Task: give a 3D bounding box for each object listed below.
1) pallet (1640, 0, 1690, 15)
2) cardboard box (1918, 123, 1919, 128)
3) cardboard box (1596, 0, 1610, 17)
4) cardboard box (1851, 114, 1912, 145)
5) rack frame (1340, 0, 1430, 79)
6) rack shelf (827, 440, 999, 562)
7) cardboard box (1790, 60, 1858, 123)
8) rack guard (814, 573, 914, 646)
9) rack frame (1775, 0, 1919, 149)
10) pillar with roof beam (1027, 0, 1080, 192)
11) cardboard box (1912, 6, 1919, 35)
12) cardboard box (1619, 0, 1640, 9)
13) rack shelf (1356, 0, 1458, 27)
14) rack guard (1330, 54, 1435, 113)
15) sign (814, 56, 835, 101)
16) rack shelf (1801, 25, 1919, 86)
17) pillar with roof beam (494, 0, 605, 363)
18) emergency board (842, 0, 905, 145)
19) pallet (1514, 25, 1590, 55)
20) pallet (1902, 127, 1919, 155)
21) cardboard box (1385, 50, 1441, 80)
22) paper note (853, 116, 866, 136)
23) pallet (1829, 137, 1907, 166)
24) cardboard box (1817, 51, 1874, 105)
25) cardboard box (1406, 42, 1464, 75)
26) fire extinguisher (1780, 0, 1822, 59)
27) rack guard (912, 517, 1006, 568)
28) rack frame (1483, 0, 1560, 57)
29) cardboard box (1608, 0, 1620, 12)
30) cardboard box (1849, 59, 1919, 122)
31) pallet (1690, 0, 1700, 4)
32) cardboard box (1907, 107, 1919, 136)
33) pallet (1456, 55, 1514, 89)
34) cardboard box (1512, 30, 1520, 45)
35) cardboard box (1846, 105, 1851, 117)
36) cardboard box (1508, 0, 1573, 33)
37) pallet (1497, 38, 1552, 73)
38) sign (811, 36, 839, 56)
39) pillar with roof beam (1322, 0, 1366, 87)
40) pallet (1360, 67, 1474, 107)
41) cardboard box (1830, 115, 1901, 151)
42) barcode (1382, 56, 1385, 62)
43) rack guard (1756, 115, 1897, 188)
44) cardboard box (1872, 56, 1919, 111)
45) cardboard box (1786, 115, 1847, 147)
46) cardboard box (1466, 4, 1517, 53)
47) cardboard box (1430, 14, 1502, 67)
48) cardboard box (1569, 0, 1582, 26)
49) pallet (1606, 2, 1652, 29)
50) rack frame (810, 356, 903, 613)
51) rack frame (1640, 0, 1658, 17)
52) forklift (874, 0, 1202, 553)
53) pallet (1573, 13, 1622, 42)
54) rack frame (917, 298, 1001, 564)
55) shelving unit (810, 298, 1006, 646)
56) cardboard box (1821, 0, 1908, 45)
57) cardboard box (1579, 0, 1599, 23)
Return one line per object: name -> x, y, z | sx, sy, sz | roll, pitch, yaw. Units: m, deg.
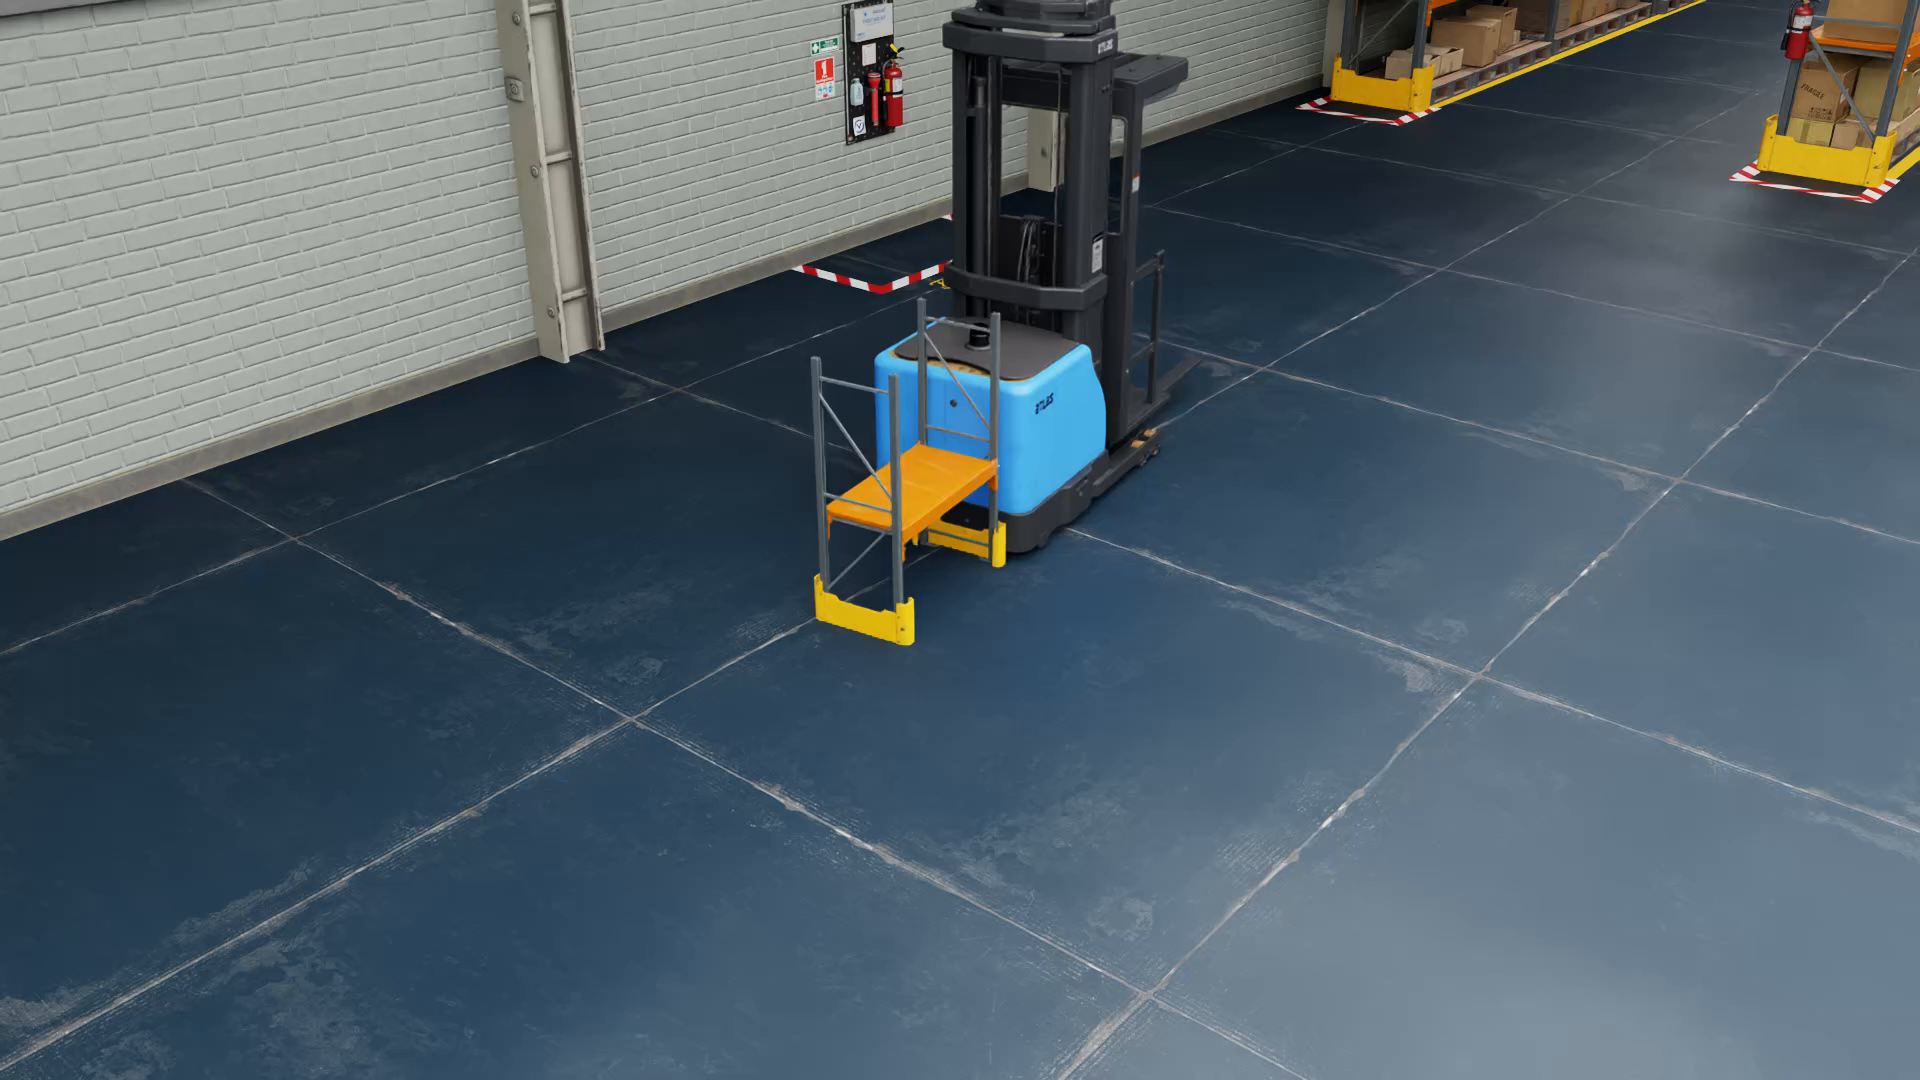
pallet -> 10.588, -8.358, 25.677 | 1.003, 0.211, 1.213 | 21, 34, 34
cardboard box -> 10.233, -4.678, 18.064 | 0.500, 0.250, 0.500 | 21, 34, 34
cardboard box -> 8.899, -7.821, 23.845 | 0.700, 0.500, 0.500 | 21, 34, 34
cardboard box -> 9.593, -4.325, 17.381 | 0.500, 0.250, 0.500 | 21, 34, 34
rack frame -> 4.940, -6.503, 19.055 | 1.000, 3.000, 0.127 | 21, 34, 34
rack shelf -> -0.263, -0.225, 8.945 | 0.538, 0.185, 1.000 | 15, 31, 26
cardboard box -> 8.876, -4.632, 17.158 | 0.500, 0.500, 0.500 | 21, 34, 34
rack guard -> -0.507, 0.365, 8.773 | 0.587, 0.250, 0.087 | 15, 31, 26
rack frame -> 8.765, -5.056, 16.259 | 1.000, 3.000, 0.127 | 21, 34, 34
pillar with roof beam -> 4.223, -6.283, 12.101 | 9.100, 9.000, 0.400 | 21, 34, 34
cardboard box -> 9.402, -5.450, 16.912 | 0.700, 0.500, 0.500 | 22, 34, 36
cardboard box -> 9.611, -8.154, 24.489 | 0.700, 0.500, 0.500 | 21, 34, 35
rack shelf -> 6.212, -6.892, 20.591 | 1.077, 0.370, 4.000 | 21, 34, 34
rack guard -> 4.988, -5.419, 19.682 | 1.175, 0.500, 0.348 | 21, 34, 34
sign -> -1.131, -3.861, 13.911 | 0.001, 0.329, 0.234 | 21, 34, 34
rack shelf -> 10.037, -5.446, 17.795 | 1.077, 0.370, 4.000 | 21, 34, 34
pillar with roof beam -> 0.407, -4.155, 7.989 | 9.100, 9.000, 0.400 | 21, 34, 34
emergency board -> -0.700, -4.011, 14.240 | 0.194, 1.169, 0.643 | 21, 34, 34
pallet -> 7.978, -6.959, 22.972 | 1.003, 0.211, 1.213 | 21, 34, 34
pallet -> 9.995, -4.532, 18.280 | 1.003, 0.211, 1.213 | 21, 34, 34
cardboard box -> 5.450, -5.723, 19.995 | 0.500, 0.311, 0.500 | 17, 32, 29
paper note -> -0.866, -3.578, 14.360 | 0.016, 0.148, 0.142 | 21, 34, 34
pallet -> 9.219, -4.101, 17.448 | 1.003, 0.211, 1.213 | 21, 34, 34
cardboard box -> 9.501, -4.991, 17.852 | 0.500, 0.500, 0.500 | 21, 34, 34
cardboard box -> 5.812, -5.925, 20.386 | 0.500, 0.311, 0.500 | 24, 36, 38
fire extinguisher -> 8.331, -5.116, 16.459 | 0.296, 0.674, 0.183 | 21, 34, 34
rack guard -> -0.010, -0.032, 9.540 | 0.587, 0.250, 0.087 | 15, 31, 26
rack frame -> 7.484, -7.921, 21.797 | 1.000, 3.000, 0.127 | 21, 34, 34
cardboard box -> 9.193, -8.005, 24.201 | 0.700, 0.500, 0.500 | 21, 34, 34
cardboard box -> 9.594, -4.658, 17.208 | 0.500, 0.500, 0.500 | 21, 34, 34
pallet -> 11.364, -8.789, 26.509 | 1.003, 0.211, 1.213 | 21, 34, 34
cardboard box -> 9.911, -4.502, 17.724 | 0.500, 0.250, 0.500 | 21, 34, 34
pallet -> 6.309, -5.999, 21.117 | 1.003, 0.211, 1.213 | 21, 34, 34
cardboard box -> 7.167, -6.659, 21.963 | 0.380, 0.166, 0.250 | 16, 31, 28
cardboard box -> 9.187, -4.479, 17.679 | 0.500, 0.250, 0.500 | 21, 34, 34
cardboard box -> 7.940, -7.272, 22.784 | 0.700, 0.500, 0.500 | 22, 35, 36
pallet -> 7.084, -6.434, 21.957 | 1.003, 0.211, 1.213 | 21, 34, 34
sign -> -1.121, -4.096, 13.787 | 0.001, 0.109, 0.331 | 21, 34, 34
pillar with roof beam -> 8.040, -8.410, 16.213 | 9.100, 9.000, 0.400 | 21, 34, 34
pallet -> 5.532, -5.569, 20.285 | 1.003, 0.211, 1.213 | 21, 34, 34
cardboard box -> 9.278, -4.147, 17.036 | 0.500, 0.250, 0.500 | 21, 34, 34
barcode -> 5.152, -5.850, 20.232 | 0.001, 0.075, 0.075 | 21, 34, 34
rack guard -> 8.750, -3.938, 16.817 | 1.175, 0.500, 0.348 | 21, 34, 34
cardboard box -> 9.902, -4.839, 17.558 | 0.500, 0.500, 0.500 | 21, 34, 34
cardboard box -> 8.878, -4.298, 17.329 | 0.500, 0.250, 0.500 | 21, 34, 34
cardboard box -> 6.855, -6.626, 21.536 | 0.500, 0.500, 0.500 | 18, 32, 31
cardboard box -> 6.317, -6.254, 20.817 | 0.700, 0.500, 0.500 | 18, 33, 31
cardboard box -> 8.230, -7.470, 23.166 | 0.700, 0.500, 0.500 | 20, 33, 33
pallet -> 9.530, -7.824, 24.644 | 1.003, 0.211, 1.213 | 21, 34, 34
rack frame -> -0.516, -0.183, 8.471 | 0.500, 1.500, 0.032 | 15, 31, 26
rack frame -> 10.029, -9.339, 24.538 | 1.000, 3.000, 0.127 | 21, 34, 34
forklift -> 0.667, -1.871, 10.176 | 1.130, 2.935, 3.031 | 15, 31, 26
pallet -> 8.754, -7.393, 23.812 | 1.003, 0.211, 1.213 | 21, 34, 34
rack frame -> -0.009, -0.588, 9.254 | 0.500, 1.500, 0.032 | 15, 31, 26
shelving unit -> -0.258, -0.389, 8.869 | 0.587, 1.500, 1.083 | 15, 31, 26
cardboard box -> 9.072, -5.262, 16.549 | 0.700, 0.500, 0.500 | 21, 34, 34
cardboard box -> 8.585, -7.639, 23.493 | 0.700, 0.500, 0.500 | 21, 34, 35
